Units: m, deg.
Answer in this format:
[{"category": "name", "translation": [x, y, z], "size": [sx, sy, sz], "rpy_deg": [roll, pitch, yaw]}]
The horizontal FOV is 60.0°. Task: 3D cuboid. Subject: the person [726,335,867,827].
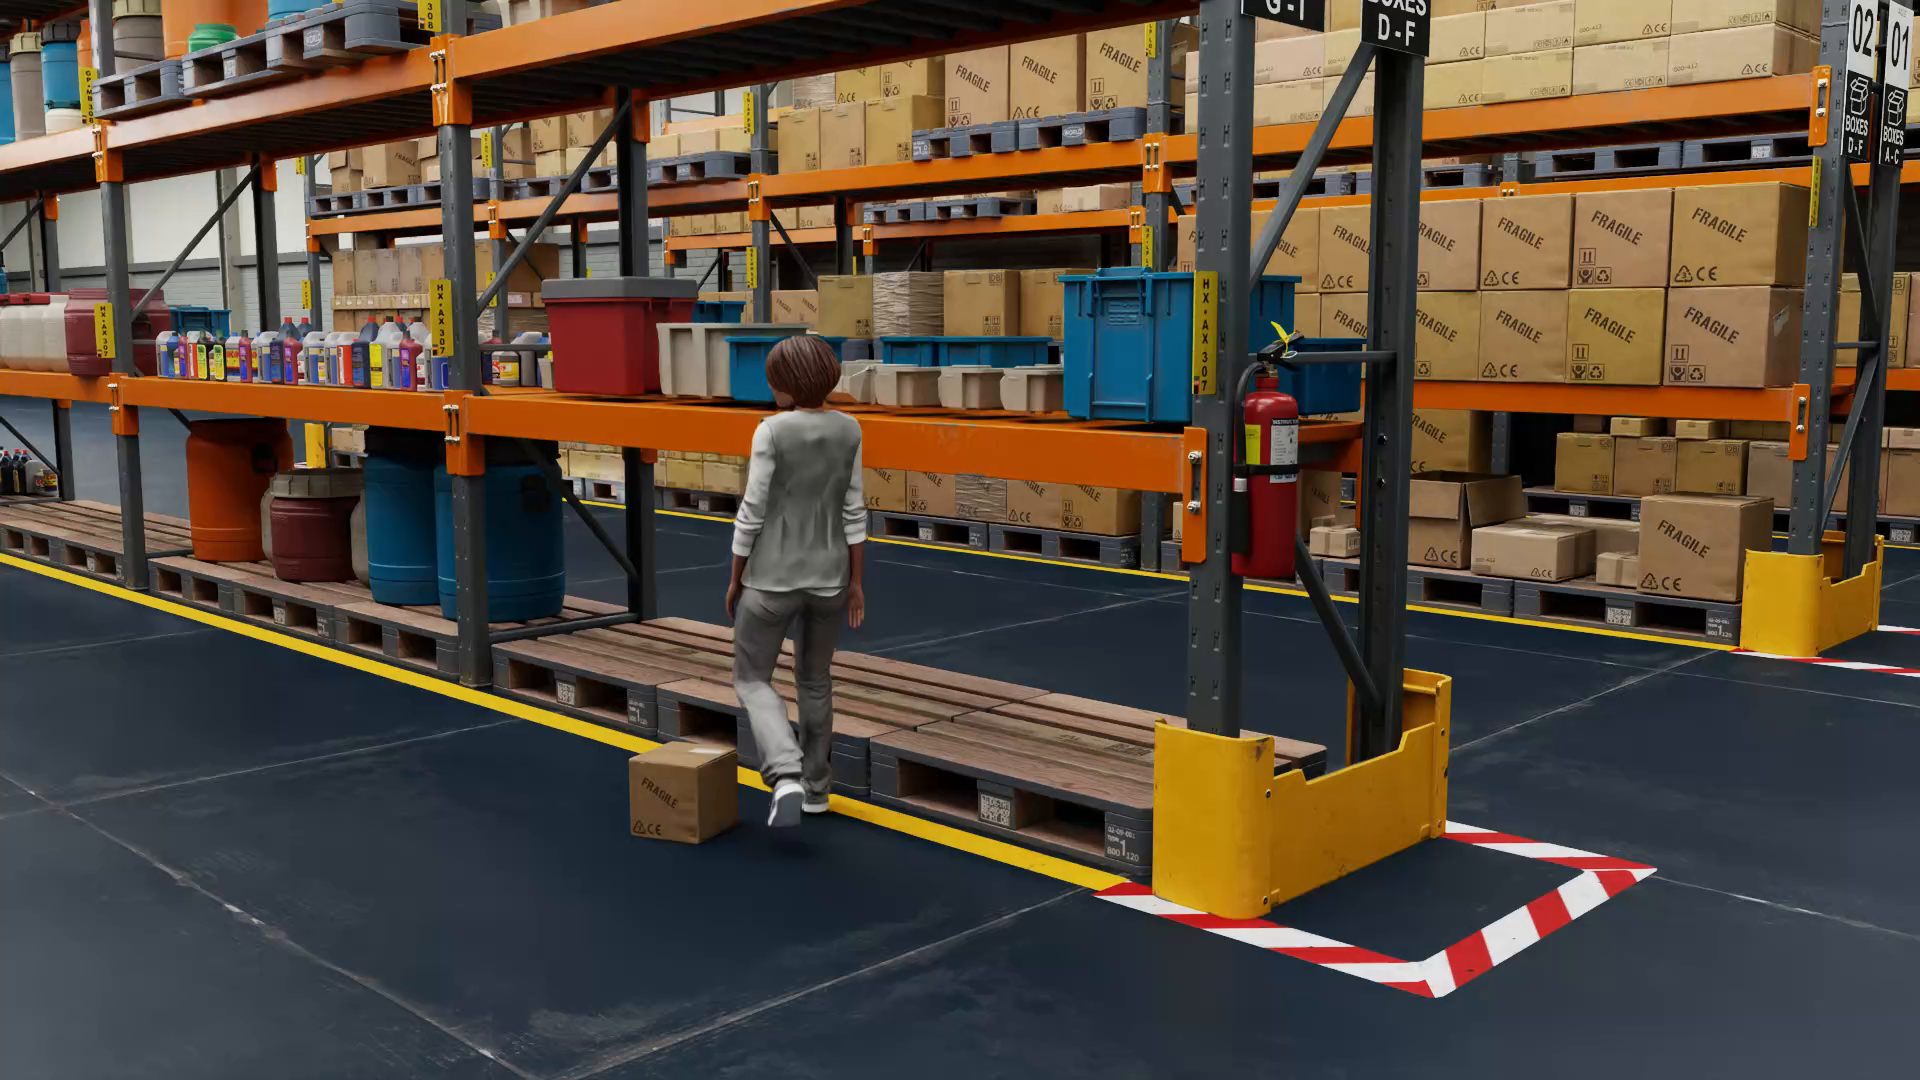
[{"category": "person", "translation": [-0.519, 0.143, 5.239], "size": [0.427, 1.566, 0.664], "rpy_deg": [-4, 8, -30]}]
